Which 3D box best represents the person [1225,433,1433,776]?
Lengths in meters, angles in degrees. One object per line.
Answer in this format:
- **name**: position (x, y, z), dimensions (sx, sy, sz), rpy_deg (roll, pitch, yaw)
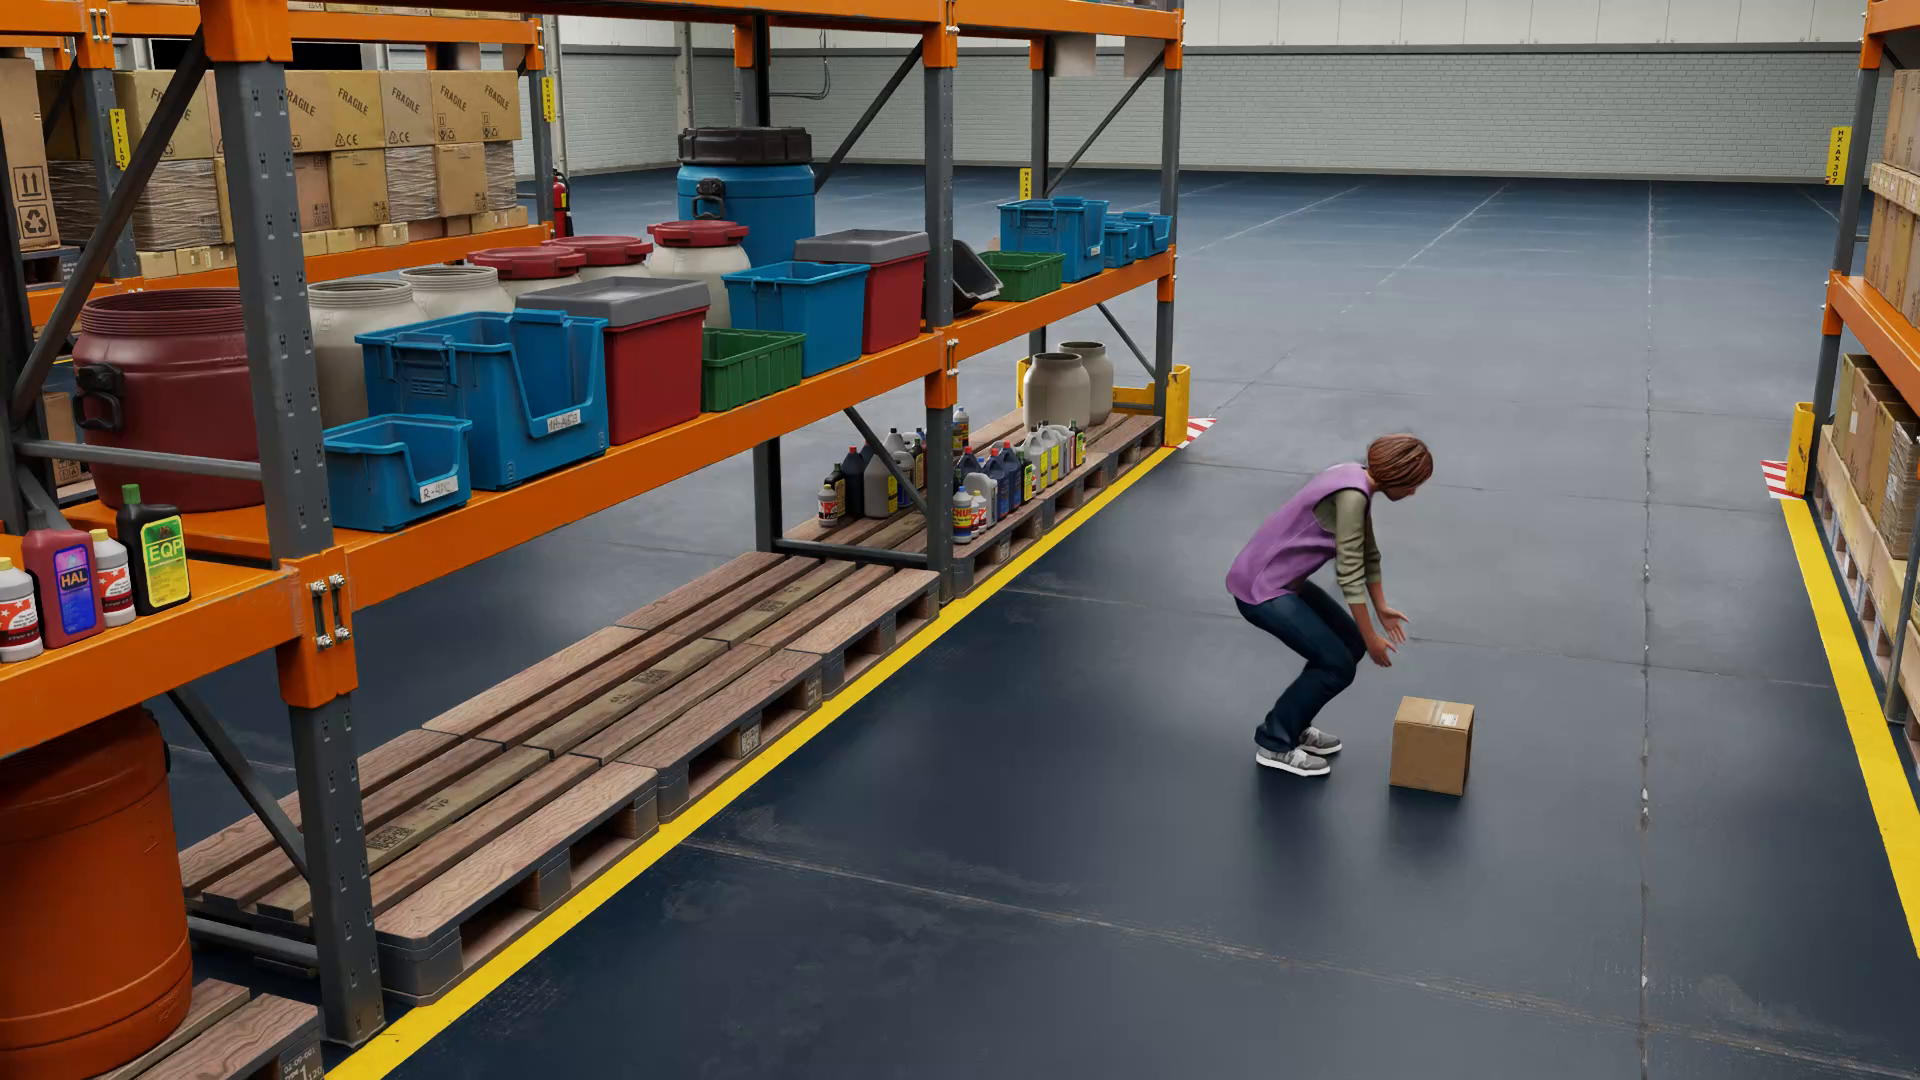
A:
- **person**: position (1.305, 0.208, 5.972), dimensions (0.688, 1.242, 0.462), rpy_deg (6, 17, 21)
